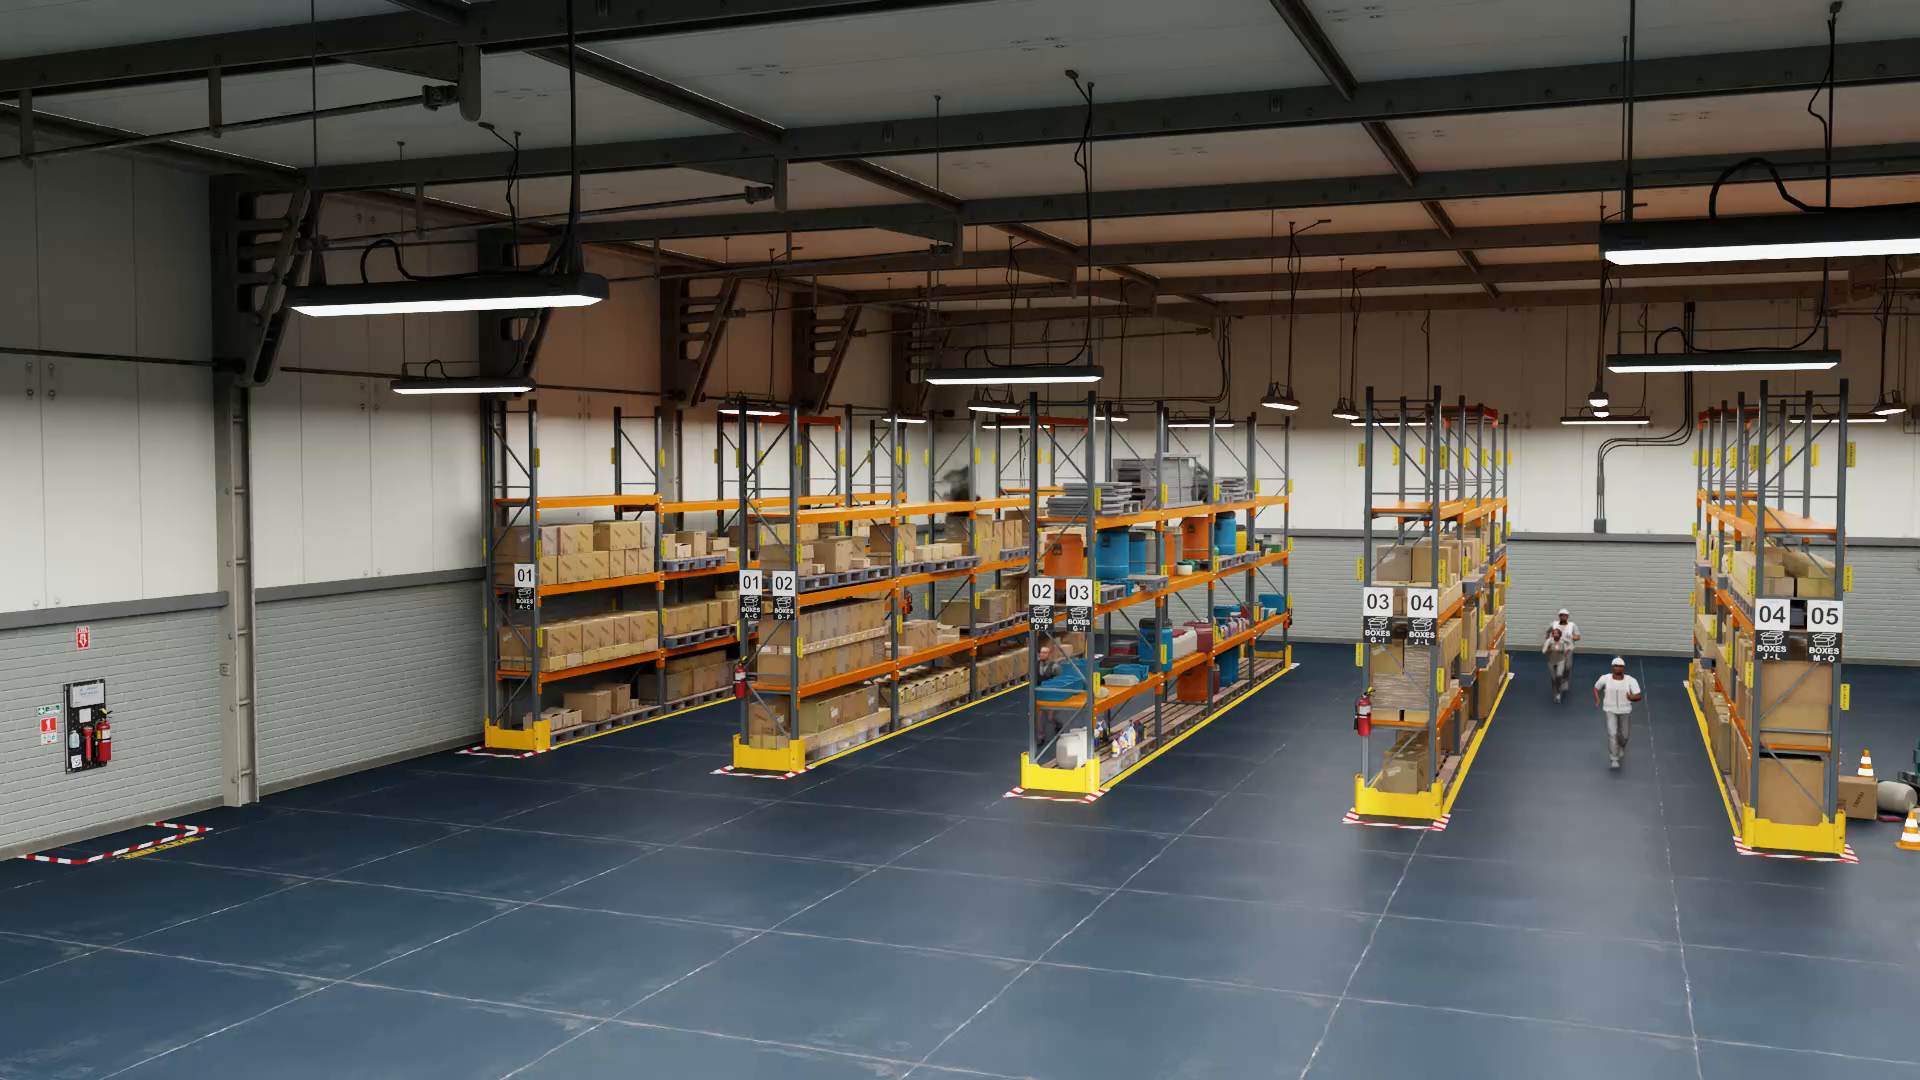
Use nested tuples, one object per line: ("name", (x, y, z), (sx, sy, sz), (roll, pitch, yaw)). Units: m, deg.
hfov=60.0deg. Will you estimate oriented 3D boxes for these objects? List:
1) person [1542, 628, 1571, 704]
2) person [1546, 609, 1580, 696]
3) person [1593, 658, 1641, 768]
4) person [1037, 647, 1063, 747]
("person", (12.149, 2.540, 33.865), (0.525, 1.546, 0.840), (1, 3, 25))
("person", (12.737, 2.349, 35.130), (0.677, 1.793, 0.958), (1, 3, 17))
("person", (10.651, 2.780, 26.946), (0.710, 1.747, 0.968), (1, 3, 17))
("person", (1.532, 2.721, 29.158), (0.643, 1.704, 0.888), (1, 3, 23))
